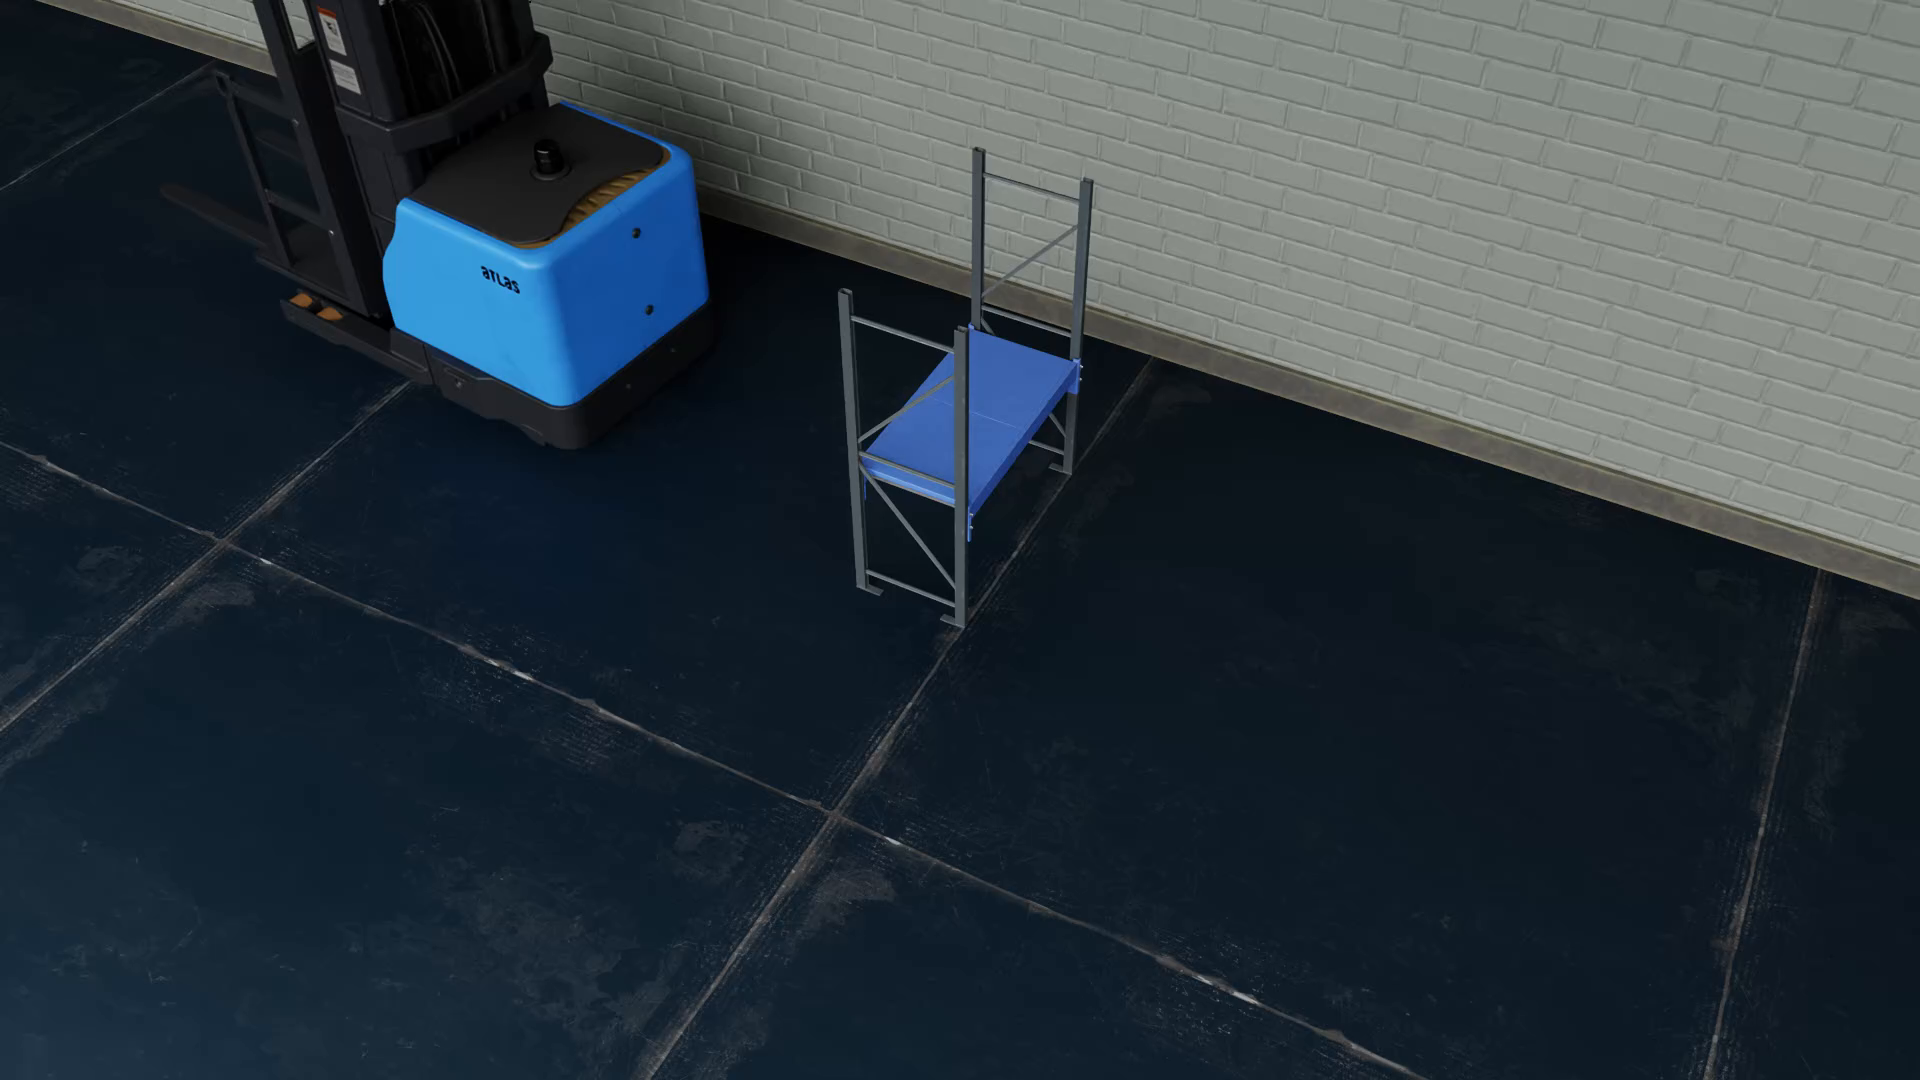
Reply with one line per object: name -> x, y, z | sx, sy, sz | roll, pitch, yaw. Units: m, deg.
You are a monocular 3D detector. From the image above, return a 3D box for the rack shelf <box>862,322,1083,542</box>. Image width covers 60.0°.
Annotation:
rack shelf -> 0.040, -0.455, 6.678 | 0.538, 0.185, 1.000 | 20, 49, 19

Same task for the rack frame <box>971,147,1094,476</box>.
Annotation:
rack frame -> 0.276, -0.901, 6.866 | 0.500, 1.500, 0.032 | 20, 49, 19

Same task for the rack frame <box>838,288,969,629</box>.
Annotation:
rack frame -> -0.196, -0.261, 6.233 | 0.500, 1.500, 0.032 | 20, 49, 19

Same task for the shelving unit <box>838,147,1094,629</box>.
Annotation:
shelving unit -> 0.040, -0.581, 6.550 | 0.538, 1.500, 1.048 | 20, 49, 19

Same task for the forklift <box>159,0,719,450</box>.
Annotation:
forklift -> -2.650, -2.259, 7.202 | 3.031, 2.935, 1.130 | 26, 51, 23
